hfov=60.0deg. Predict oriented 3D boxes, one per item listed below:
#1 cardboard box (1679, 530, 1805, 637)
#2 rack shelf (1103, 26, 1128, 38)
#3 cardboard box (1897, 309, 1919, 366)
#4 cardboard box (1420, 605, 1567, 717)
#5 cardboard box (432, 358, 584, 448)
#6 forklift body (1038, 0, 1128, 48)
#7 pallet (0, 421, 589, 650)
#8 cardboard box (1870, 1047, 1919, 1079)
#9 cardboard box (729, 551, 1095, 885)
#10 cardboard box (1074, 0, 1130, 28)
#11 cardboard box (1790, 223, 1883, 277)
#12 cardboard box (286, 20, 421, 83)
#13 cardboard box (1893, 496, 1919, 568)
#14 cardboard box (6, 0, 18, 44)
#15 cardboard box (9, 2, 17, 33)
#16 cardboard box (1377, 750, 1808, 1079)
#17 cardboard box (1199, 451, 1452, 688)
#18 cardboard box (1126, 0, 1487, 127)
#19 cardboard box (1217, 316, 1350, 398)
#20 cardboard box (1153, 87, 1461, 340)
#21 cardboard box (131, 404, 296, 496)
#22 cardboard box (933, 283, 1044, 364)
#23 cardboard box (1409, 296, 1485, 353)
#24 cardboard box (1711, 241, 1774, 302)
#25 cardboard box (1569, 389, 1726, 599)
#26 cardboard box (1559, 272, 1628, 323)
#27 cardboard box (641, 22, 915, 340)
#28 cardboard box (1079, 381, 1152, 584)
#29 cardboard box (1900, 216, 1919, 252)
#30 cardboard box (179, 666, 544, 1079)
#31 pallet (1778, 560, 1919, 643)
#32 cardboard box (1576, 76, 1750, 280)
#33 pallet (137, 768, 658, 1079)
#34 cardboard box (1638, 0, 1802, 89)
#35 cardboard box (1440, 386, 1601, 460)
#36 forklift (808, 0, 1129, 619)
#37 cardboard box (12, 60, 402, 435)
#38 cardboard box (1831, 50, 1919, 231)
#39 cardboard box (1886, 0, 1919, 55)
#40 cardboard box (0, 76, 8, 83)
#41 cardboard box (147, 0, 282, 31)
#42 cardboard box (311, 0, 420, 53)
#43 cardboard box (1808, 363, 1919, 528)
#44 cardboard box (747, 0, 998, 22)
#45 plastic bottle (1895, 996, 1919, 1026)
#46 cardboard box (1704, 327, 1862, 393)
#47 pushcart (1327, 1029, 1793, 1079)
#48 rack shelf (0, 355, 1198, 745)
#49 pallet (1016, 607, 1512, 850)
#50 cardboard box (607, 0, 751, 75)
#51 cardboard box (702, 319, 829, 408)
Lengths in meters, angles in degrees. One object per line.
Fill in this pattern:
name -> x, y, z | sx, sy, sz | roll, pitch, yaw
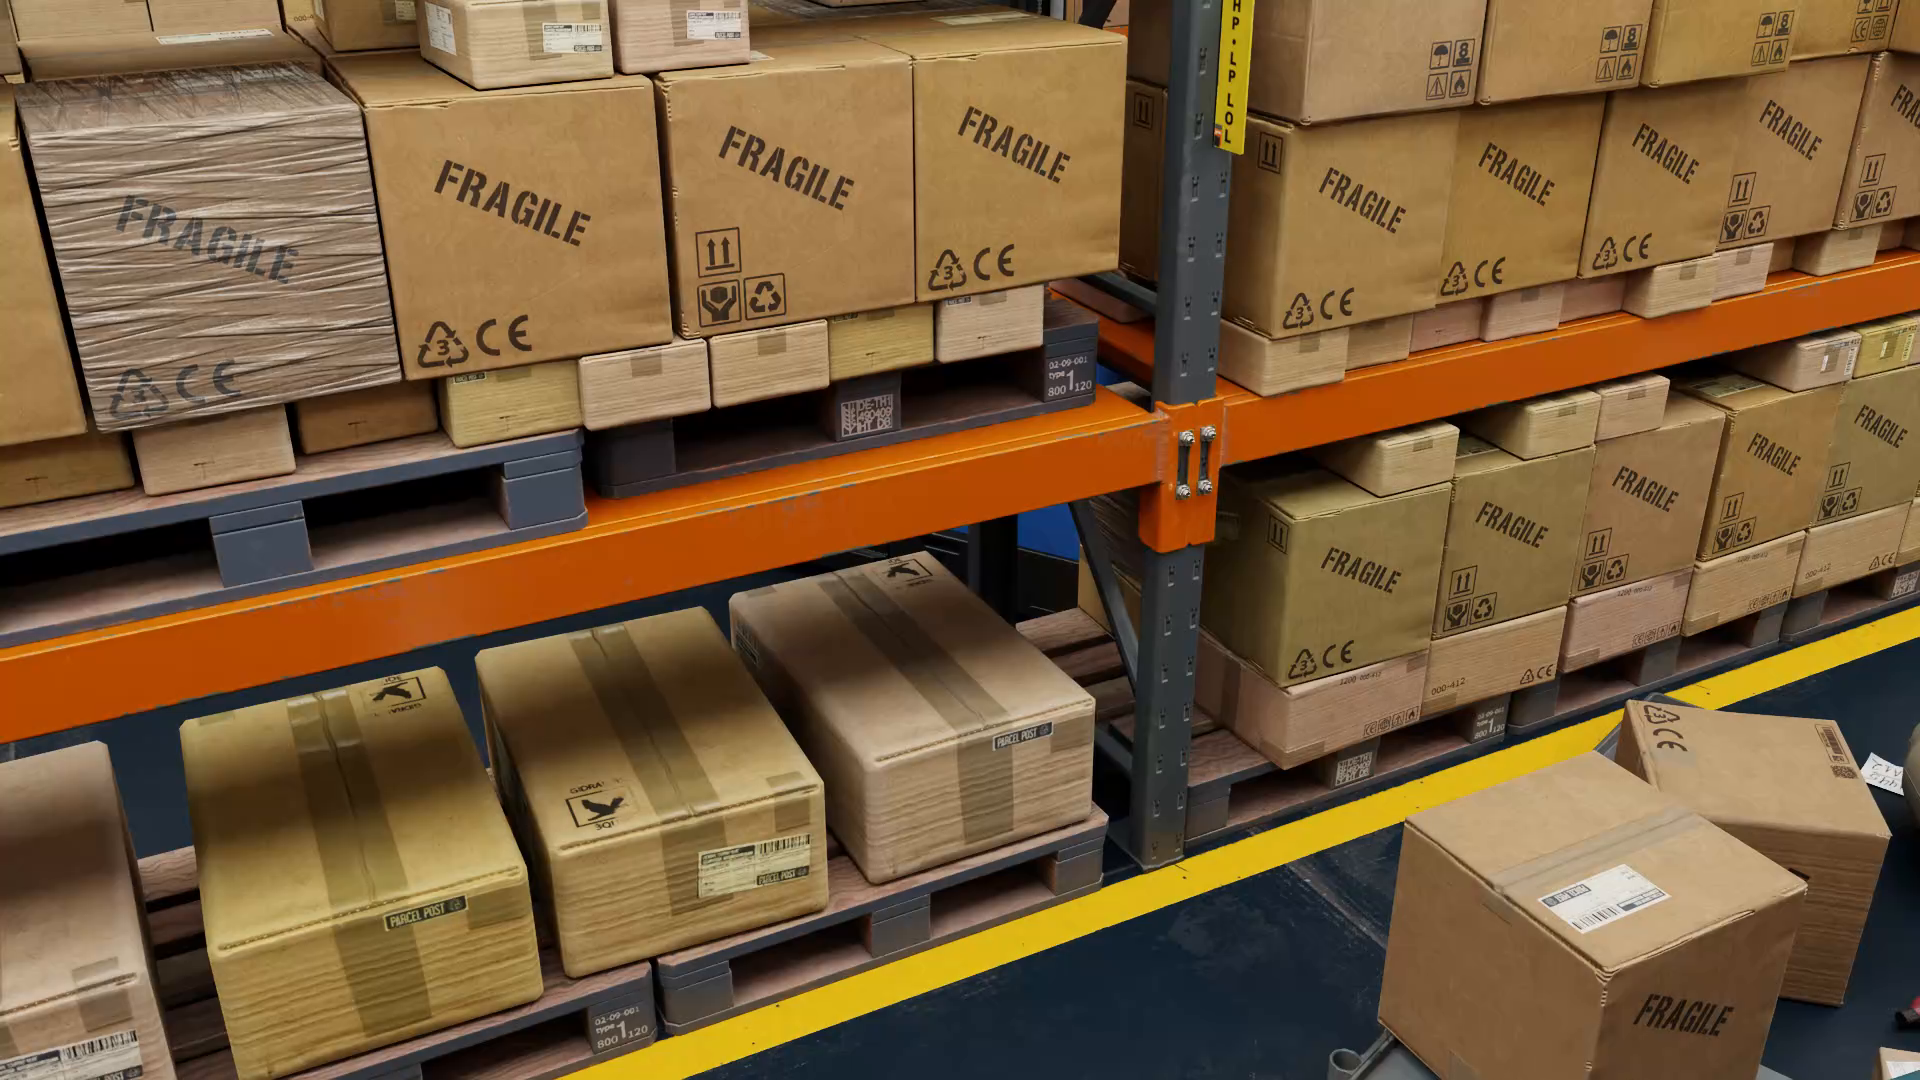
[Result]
cardboard box -> 2.333, 0.044, 5.384 | 0.500, 0.250, 0.500 | -14, 29, -27
rack shelf -> -0.264, -2.648, 9.131 | 4.000, 0.370, 1.077 | -13, 29, -25
cardboard box -> 2.963, -0.702, 5.322 | 0.250, 0.149, 0.380 | -12, 28, -24
cardboard box -> 1.423, 0.250, 4.955 | 0.500, 0.250, 0.500 | -11, 28, -22
cardboard box -> -0.921, -0.333, 3.284 | 0.250, 0.149, 0.380 | -13, 29, -25
forklift body -> 0.686, -1.914, 7.751 | 1.214, 2.155, 2.313 | -13, 29, -25
pallet -> -1.492, -0.188, 3.397 | 1.213, 0.211, 1.003 | -13, 29, -25
cardboard box -> 2.039, 1.216, 3.410 | 0.258, 0.266, 0.396 | 10, 27, 20
cardboard box -> -0.152, 0.433, 4.433 | 0.625, 0.372, 0.950 | -13, 28, -24
cardboard box -> 0.728, -3.122, 9.171 | 0.500, 0.500, 0.500 | -12, 28, -23
cardboard box -> 2.514, -0.926, 5.004 | 0.250, 0.149, 0.380 | -13, 29, -26
cardboard box -> -1.123, -0.855, 3.620 | 0.500, 0.500, 0.500 | -13, 29, -25
cardboard box -> 3.232, -0.162, 5.814 | 0.500, 0.250, 0.500 | -13, 29, -25
cardboard box -> -4.139, -2.106, 6.767 | 0.500, 0.250, 0.500 | -14, 29, -26
cardboard box -> -3.952, -2.411, 7.401 | 0.500, 0.250, 0.500 | -14, 29, -26
cardboard box -> 1.174, 0.789, 3.154 | 0.500, 0.500, 0.500 | -13, 29, -25
cardboard box -> 0.958, 0.025, 4.557 | 0.500, 0.500, 0.500 | -12, 28, -23
cardboard box -> 0.800, -1.307, 3.891 | 0.500, 0.500, 0.700 | -13, 29, -26
cardboard box -> 0.739, -0.498, 4.113 | 0.250, 0.149, 0.380 | -13, 29, -25
cardboard box -> 0.829, -0.832, 4.059 | 0.500, 0.500, 0.500 | -13, 29, -25
cardboard box -> -1.396, -0.237, 3.083 | 0.250, 0.149, 0.380 | -12, 28, -23
cardboard box -> -0.014, -0.536, 3.705 | 0.250, 0.149, 0.380 | -13, 28, -24
cardboard box -> 1.157, -0.635, 4.398 | 0.250, 0.149, 0.380 | -13, 29, -25
cardboard box -> 2.081, -0.817, 4.777 | 0.250, 0.149, 0.380 | -13, 29, -25
cardboard box -> 1.883, -0.193, 5.012 | 0.500, 0.500, 0.500 | -11, 28, -22
cardboard box -> 1.612, -0.739, 4.613 | 0.250, 0.149, 0.380 | -13, 29, -25
cardboard box -> -0.427, -0.755, 3.413 | 0.500, 0.500, 0.500 | -13, 28, -25
cardboard box -> 0.706, -0.181, 4.986 | 0.500, 0.500, 0.500 | -13, 29, -26
cardboard box -> 2.990, -1.012, 5.181 | 0.250, 0.149, 0.380 | -12, 28, -24
cardboard box -> -1.397, 0.723, 3.829 | 0.625, 0.372, 0.950 | -12, 28, -23
pallet -> 3.039, -0.060, 6.131 | 1.213, 0.211, 1.003 | -13, 29, -25
cardboard box -> 1.710, -1.041, 4.493 | 0.500, 0.500, 0.500 | -13, 29, -26
pallet -> -1.454, 0.996, 3.931 | 1.213, 0.211, 1.003 | -13, 29, -25
cardboard box -> 1.717, -1.494, 4.282 | 0.500, 0.500, 0.700 | -14, 29, -26
cardboard box -> 1.549, -0.375, 4.641 | 0.250, 0.149, 0.380 | -12, 28, -23
forklift -> -0.545, -1.456, 5.897 | 3.031, 2.935, 1.130 | 14, 29, 27
cardboard box -> -1.347, -0.545, 2.976 | 0.500, 0.500, 0.500 | -14, 29, -27
cardboard box -> 2.603, -1.247, 4.923 | 0.500, 0.500, 0.500 | -13, 29, -25
cardboard box -> 2.640, -1.684, 4.677 | 0.500, 0.500, 0.700 | -13, 29, -26
cardboard box -> -2.053, -0.635, 3.163 | 0.500, 0.500, 0.500 | -15, 30, -29
cardboard box -> -3.246, -2.316, 7.203 | 0.500, 0.250, 0.500 | -12, 28, -24
cardboard box -> -1.182, -1.110, 3.401 | 0.250, 0.149, 0.380 | -11, 28, -22
cardboard box -> 2.796, -0.402, 5.447 | 0.500, 0.500, 0.500 | -12, 28, -23
cardboard box -> -0.239, -1.052, 4.032 | 0.500, 0.500, 0.500 | -12, 28, -24
plastic bottle -> 2.331, 1.108, 3.871 | 0.283, 0.061, 0.133 | -8, 27, -16
cardboard box -> 2.506, -0.599, 5.107 | 0.250, 0.149, 0.380 | -12, 28, -23
pushcart -> 1.427, 1.373, 2.955 | 1.648, 0.377, 0.936 | 21, 33, 37
rack shelf -> -1.455, 0.062, 3.487 | 4.000, 0.370, 1.077 | -13, 29, -25
pallet -> 0.886, 0.437, 5.096 | 1.213, 0.211, 1.003 | -13, 29, -25
cardboard box -> -0.593, -1.005, 3.184 | 0.250, 0.149, 0.380 | -14, 29, -27
cardboard box -> -0.466, -0.423, 3.470 | 0.250, 0.149, 0.380 | -14, 29, -26
